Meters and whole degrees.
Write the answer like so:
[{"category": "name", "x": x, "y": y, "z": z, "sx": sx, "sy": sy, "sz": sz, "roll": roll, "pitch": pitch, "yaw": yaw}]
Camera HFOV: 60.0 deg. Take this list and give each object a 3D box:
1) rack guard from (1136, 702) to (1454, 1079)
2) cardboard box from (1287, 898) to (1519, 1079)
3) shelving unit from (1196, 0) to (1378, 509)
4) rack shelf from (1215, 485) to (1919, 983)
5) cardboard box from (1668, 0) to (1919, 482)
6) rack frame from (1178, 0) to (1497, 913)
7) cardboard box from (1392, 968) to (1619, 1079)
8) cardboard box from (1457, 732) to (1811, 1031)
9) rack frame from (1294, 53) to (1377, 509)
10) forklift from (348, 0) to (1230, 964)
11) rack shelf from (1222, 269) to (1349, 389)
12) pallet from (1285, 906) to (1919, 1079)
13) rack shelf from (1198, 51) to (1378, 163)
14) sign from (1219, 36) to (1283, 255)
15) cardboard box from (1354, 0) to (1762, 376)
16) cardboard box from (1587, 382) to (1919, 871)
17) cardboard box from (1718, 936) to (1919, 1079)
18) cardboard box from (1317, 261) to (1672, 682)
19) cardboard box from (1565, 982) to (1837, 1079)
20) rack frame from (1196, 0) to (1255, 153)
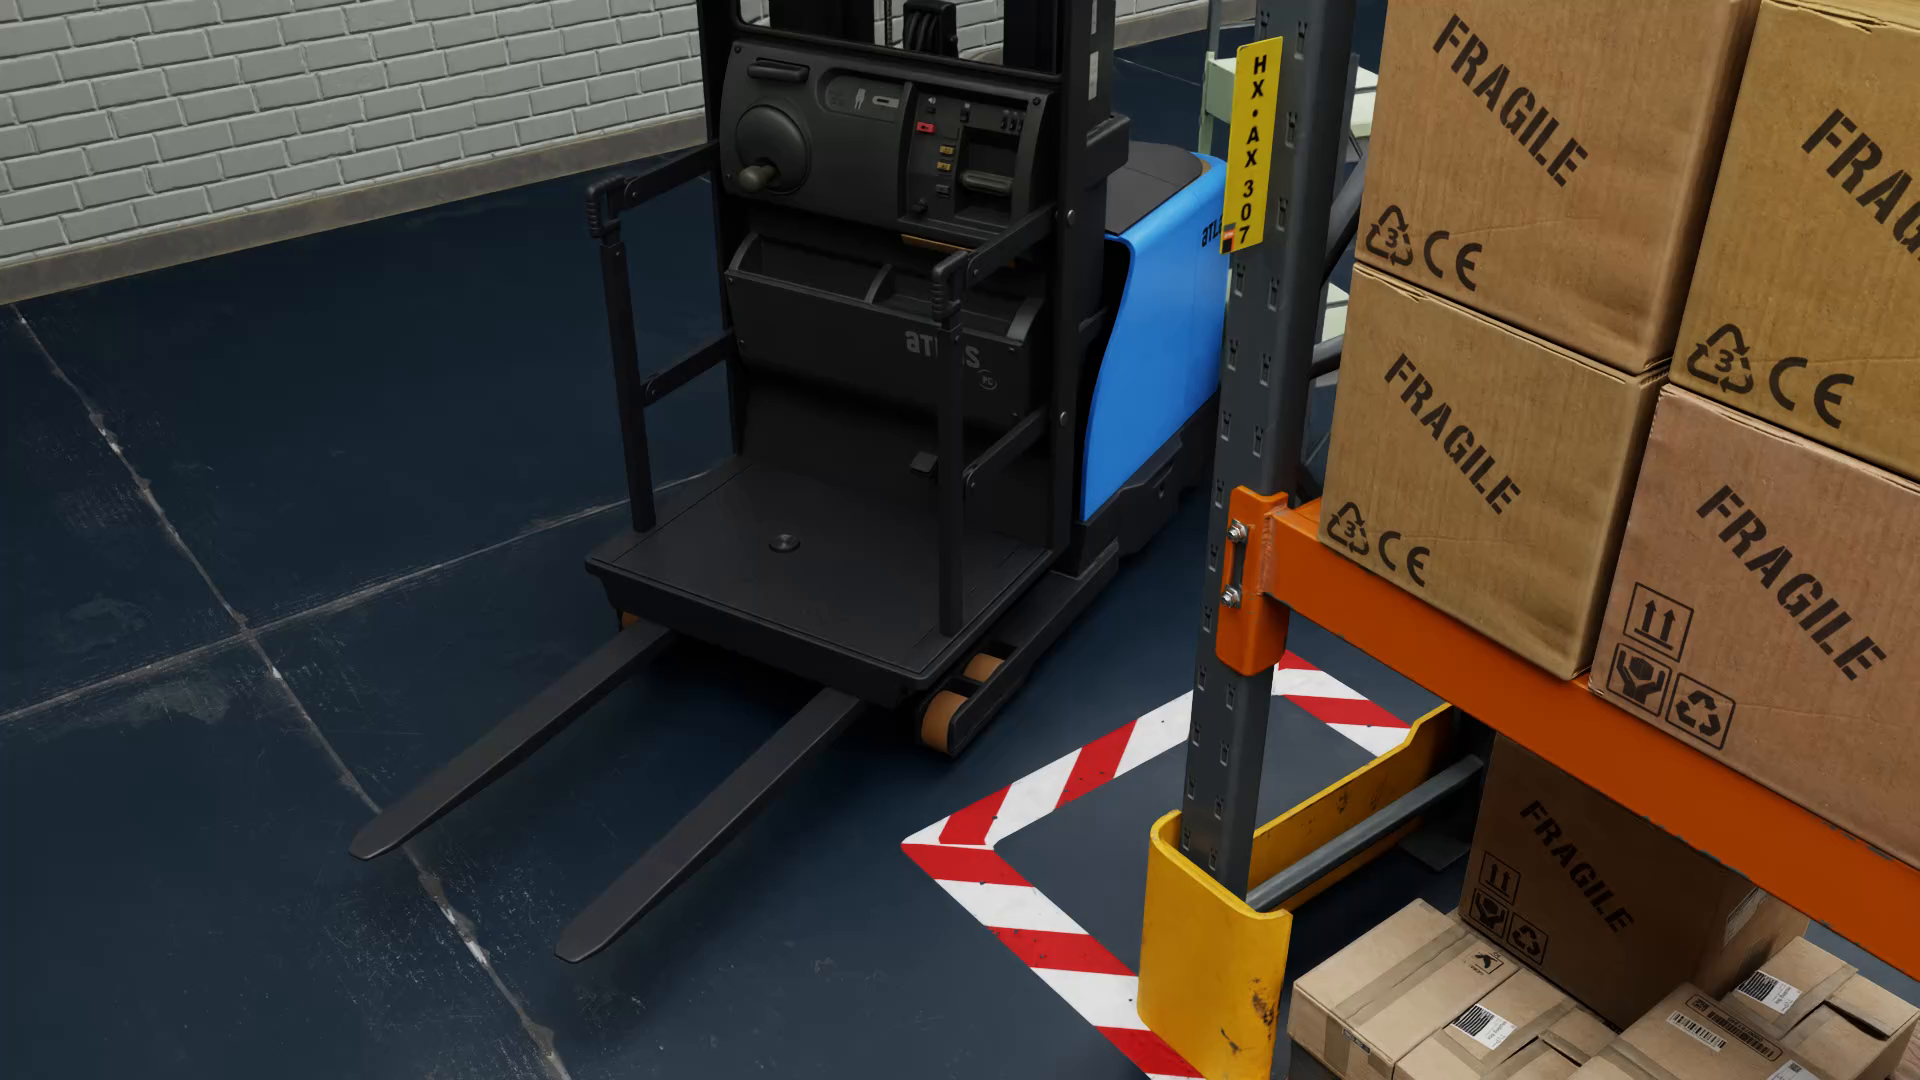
[{"category": "rack guard", "x": 0.924, "y": 0.683, "z": 3.677, "sx": 1.175, "sy": 0.500, "sz": 0.348, "roll": -22, "pitch": 38, "yaw": -31}, {"category": "cardboard box", "x": 0.863, "y": 0.899, "z": 3.244, "sx": 0.380, "sy": 0.149, "sz": 0.250, "roll": -22, "pitch": 38, "yaw": -31}, {"category": "shelving unit", "x": 1.091, "y": -0.900, "z": 5.273, "sx": 0.431, "sy": 1.500, "sz": 0.755, "roll": -12, "pitch": 34, "yaw": -19}, {"category": "rack shelf", "x": 2.104, "y": 0.728, "z": 1.916, "sx": 1.077, "sy": 0.370, "sz": 4.000, "roll": -22, "pitch": 38, "yaw": -31}, {"category": "cardboard box", "x": 1.268, "y": -0.392, "z": 1.996, "sx": 0.500, "sy": 0.500, "sz": 0.500, "roll": -22, "pitch": 38, "yaw": -31}, {"category": "rack frame", "x": 0.878, "y": -0.411, "z": 3.068, "sx": 1.000, "sy": 3.000, "sz": 0.127, "roll": -22, "pitch": 38, "yaw": -31}, {"category": "cardboard box", "x": 1.016, "y": 0.996, "z": 3.072, "sx": 0.380, "sy": 0.166, "sz": 0.250, "roll": -22, "pitch": 38, "yaw": -31}, {"category": "cardboard box", "x": 1.406, "y": 0.611, "z": 3.375, "sx": 0.500, "sy": 0.500, "sz": 0.500, "roll": -22, "pitch": 38, "yaw": -31}, {"category": "rack frame", "x": 1.232, "y": -0.721, "z": 4.986, "sx": 0.400, "sy": 1.500, "sz": 0.023, "roll": -12, "pitch": 34, "yaw": -19}, {"category": "forklift", "x": -0.316, "y": -0.961, "z": 4.020, "sx": 1.130, "sy": 2.935, "sz": 3.031, "roll": 17, "pitch": 36, "yaw": 25}, {"category": "rack shelf", "x": 1.089, "y": -0.622, "z": 5.445, "sx": 0.431, "sy": 0.370, "sz": 0.720, "roll": -12, "pitch": 34, "yaw": -19}, {"category": "pallet", "x": 1.414, "y": 1.138, "z": 3.219, "sx": 1.003, "sy": 0.211, "sz": 1.213, "roll": -22, "pitch": 38, "yaw": -31}, {"category": "rack shelf", "x": 1.094, "y": -1.232, "z": 5.069, "sx": 0.431, "sy": 0.370, "sz": 0.720, "roll": -12, "pitch": 34, "yaw": -19}, {"category": "sign", "x": 0.449, "y": -0.603, "z": 2.557, "sx": 0.100, "sy": 0.325, "sz": 0.005, "roll": -22, "pitch": 38, "yaw": -31}, {"category": "cardboard box", "x": 0.941, "y": -0.608, "z": 2.343, "sx": 0.500, "sy": 0.500, "sz": 0.500, "roll": -21, "pitch": 38, "yaw": -30}, {"category": "cardboard box", "x": 1.262, "y": 0.030, "z": 2.263, "sx": 0.500, "sy": 0.500, "sz": 0.500, "roll": -23, "pitch": 38, "yaw": -32}, {"category": "cardboard box", "x": 1.583, "y": 0.951, "z": 3.145, "sx": 0.380, "sy": 0.166, "sz": 0.250, "roll": -22, "pitch": 38, "yaw": -31}, {"category": "cardboard box", "x": 0.941, "y": -0.183, "z": 2.607, "sx": 0.500, "sy": 0.500, "sz": 0.500, "roll": -21, "pitch": 38, "yaw": -30}, {"category": "cardboard box", "x": 1.294, "y": 1.097, "z": 2.829, "sx": 0.500, "sy": 0.250, "sz": 0.500, "roll": -22, "pitch": 38, "yaw": -31}, {"category": "rack frame", "x": 0.950, "y": -1.078, "z": 5.560, "sx": 0.400, "sy": 1.500, "sz": 0.023, "roll": -12, "pitch": 34, "yaw": -19}]
